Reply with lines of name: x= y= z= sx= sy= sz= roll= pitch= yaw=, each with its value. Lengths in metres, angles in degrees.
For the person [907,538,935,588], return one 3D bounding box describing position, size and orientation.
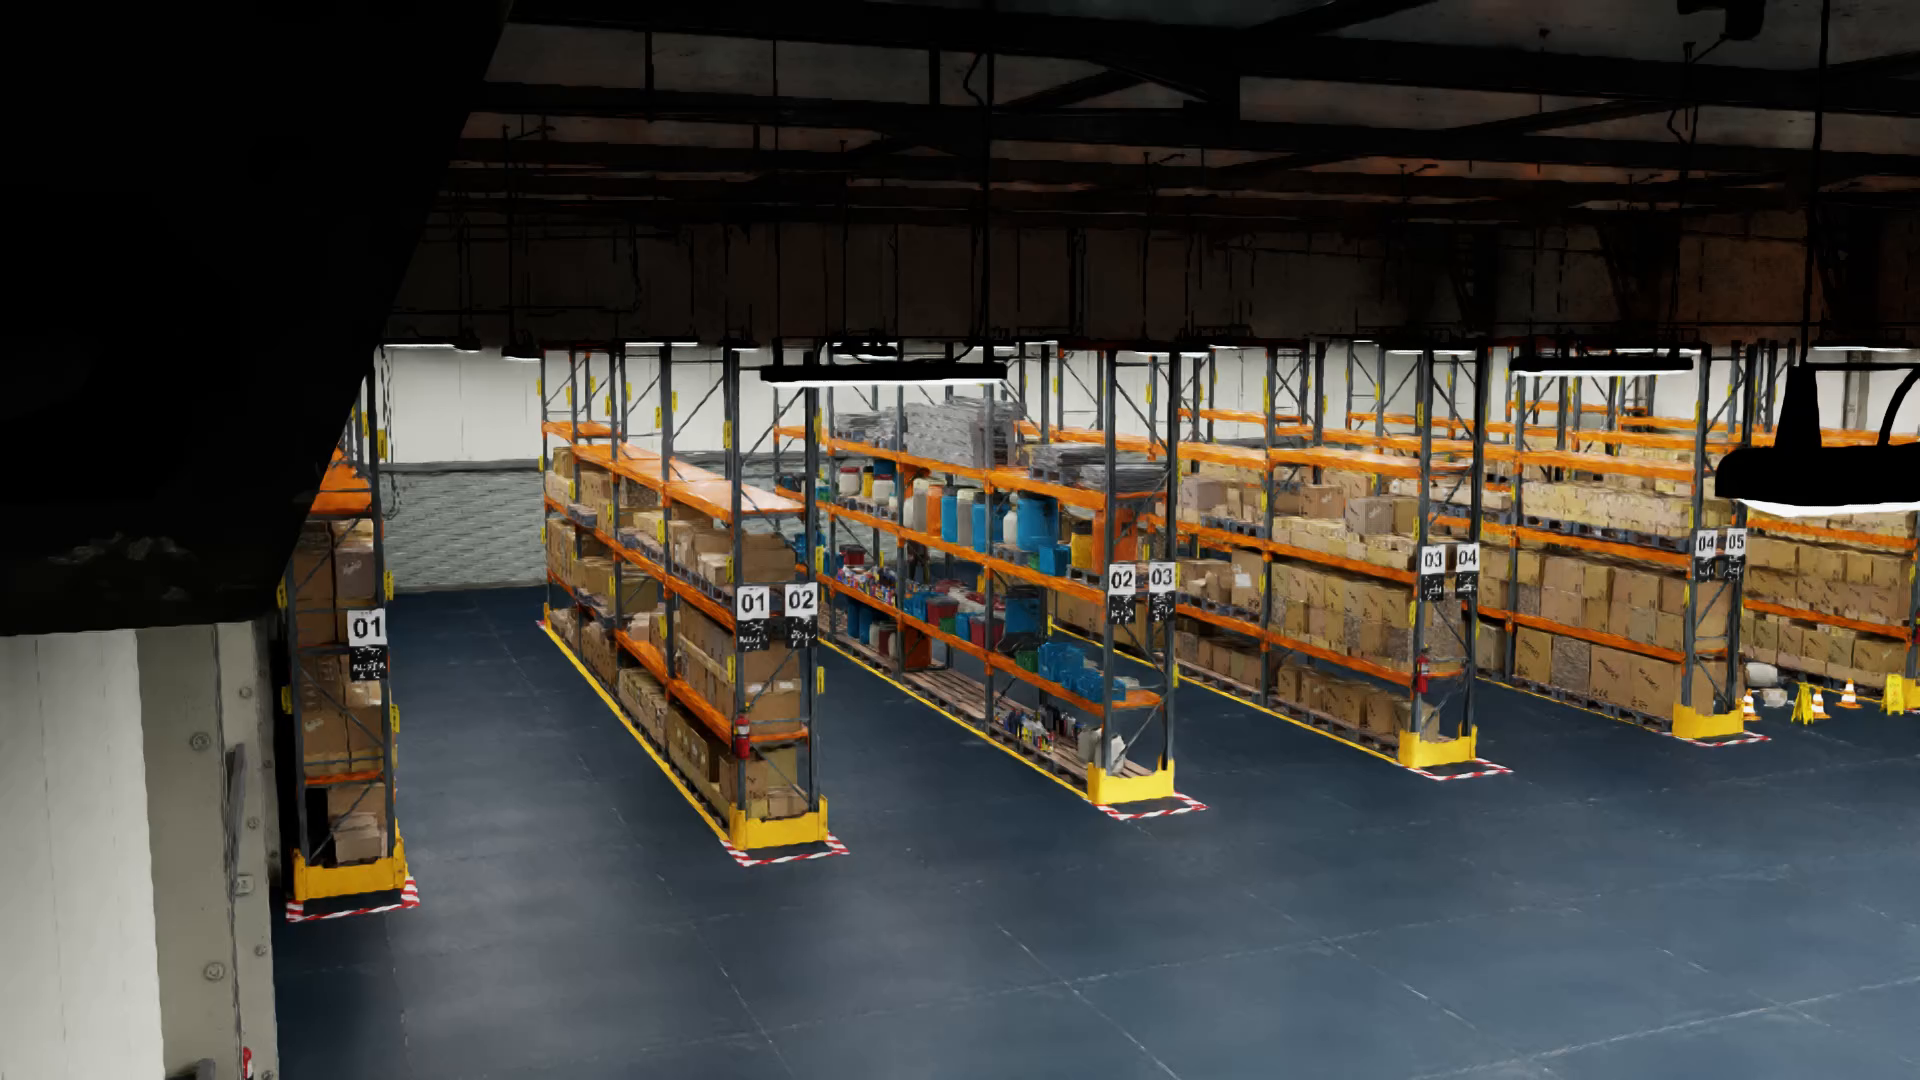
person: x=-0.987 y=0.289 z=39.867 sx=0.598 sy=1.698 sz=1.193 roll=-3 pitch=8 yaw=-19
